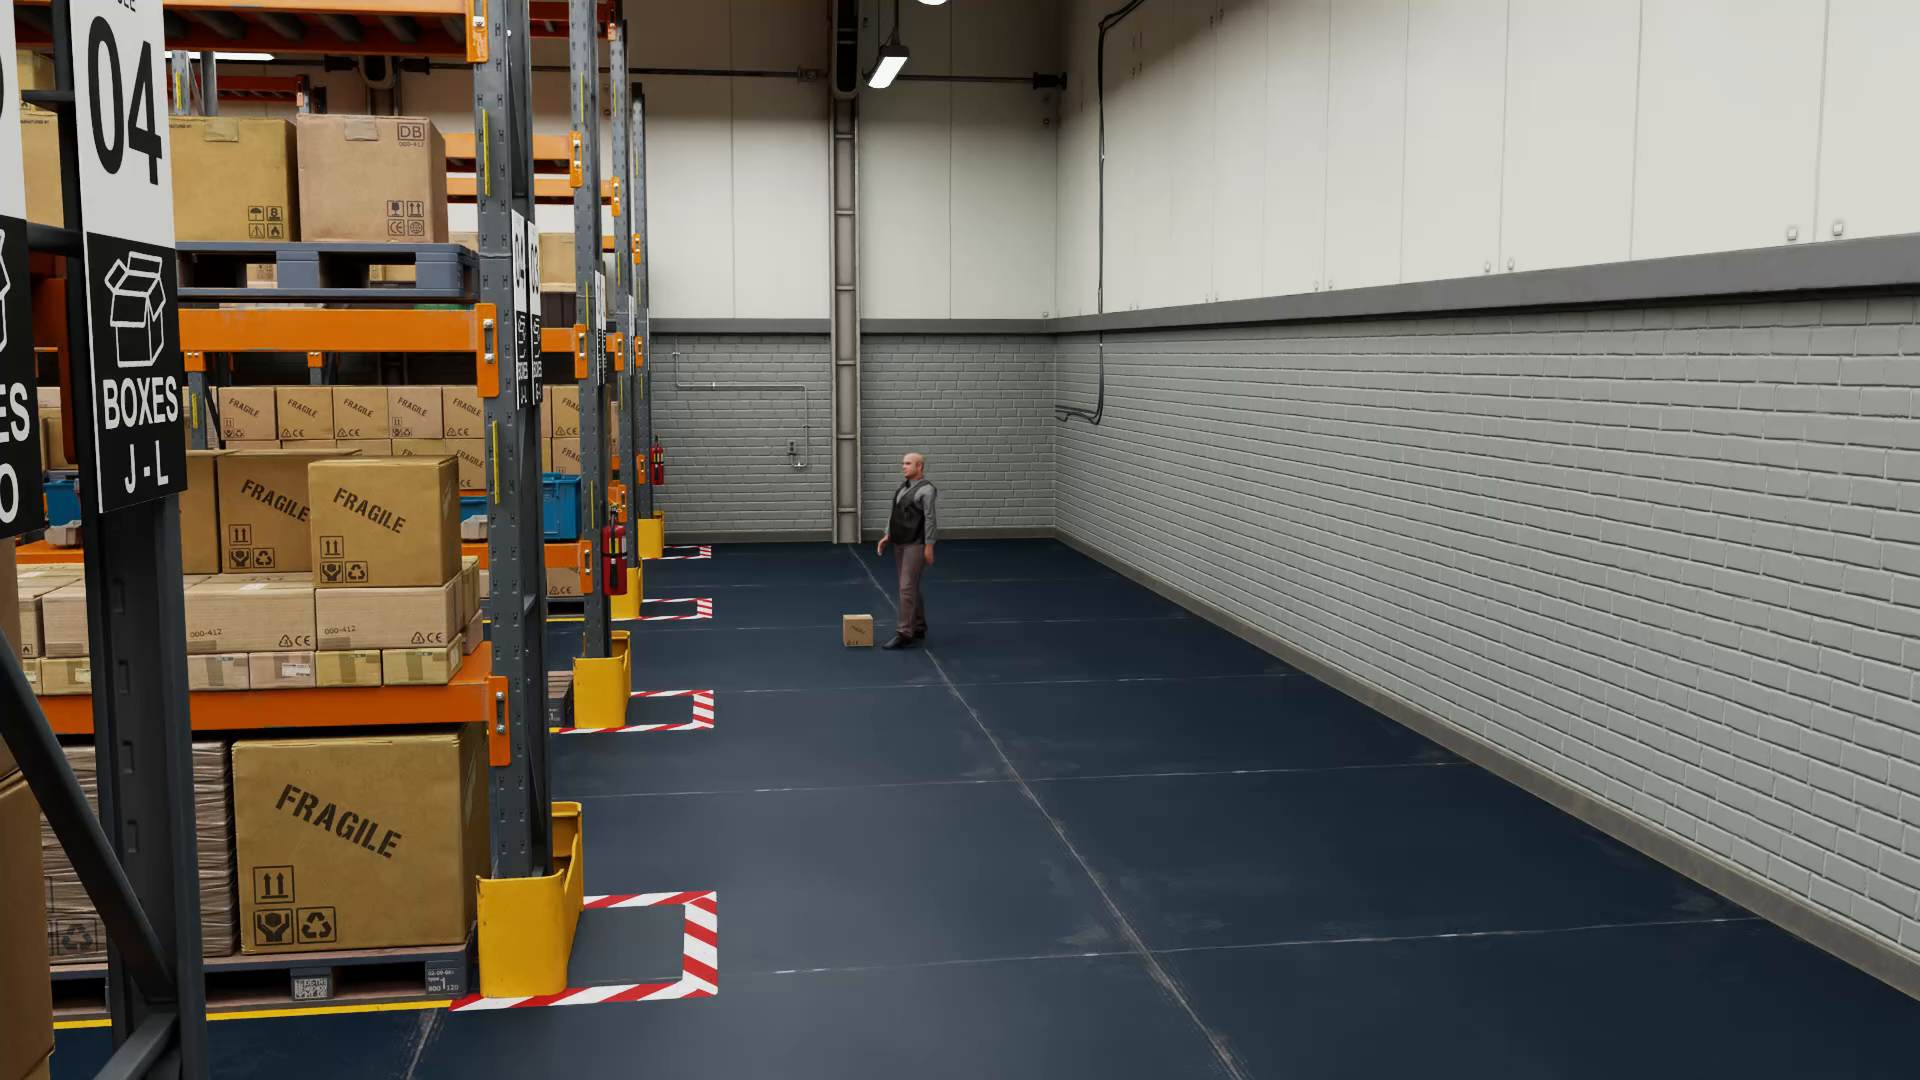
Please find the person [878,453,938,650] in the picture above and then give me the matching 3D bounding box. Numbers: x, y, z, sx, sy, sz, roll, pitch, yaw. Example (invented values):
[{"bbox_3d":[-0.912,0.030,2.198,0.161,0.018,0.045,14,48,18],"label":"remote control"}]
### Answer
[{"bbox_3d":[-0.521,0.084,15.024,0.602,1.734,0.546,-4,7,-30],"label":"person"}]
